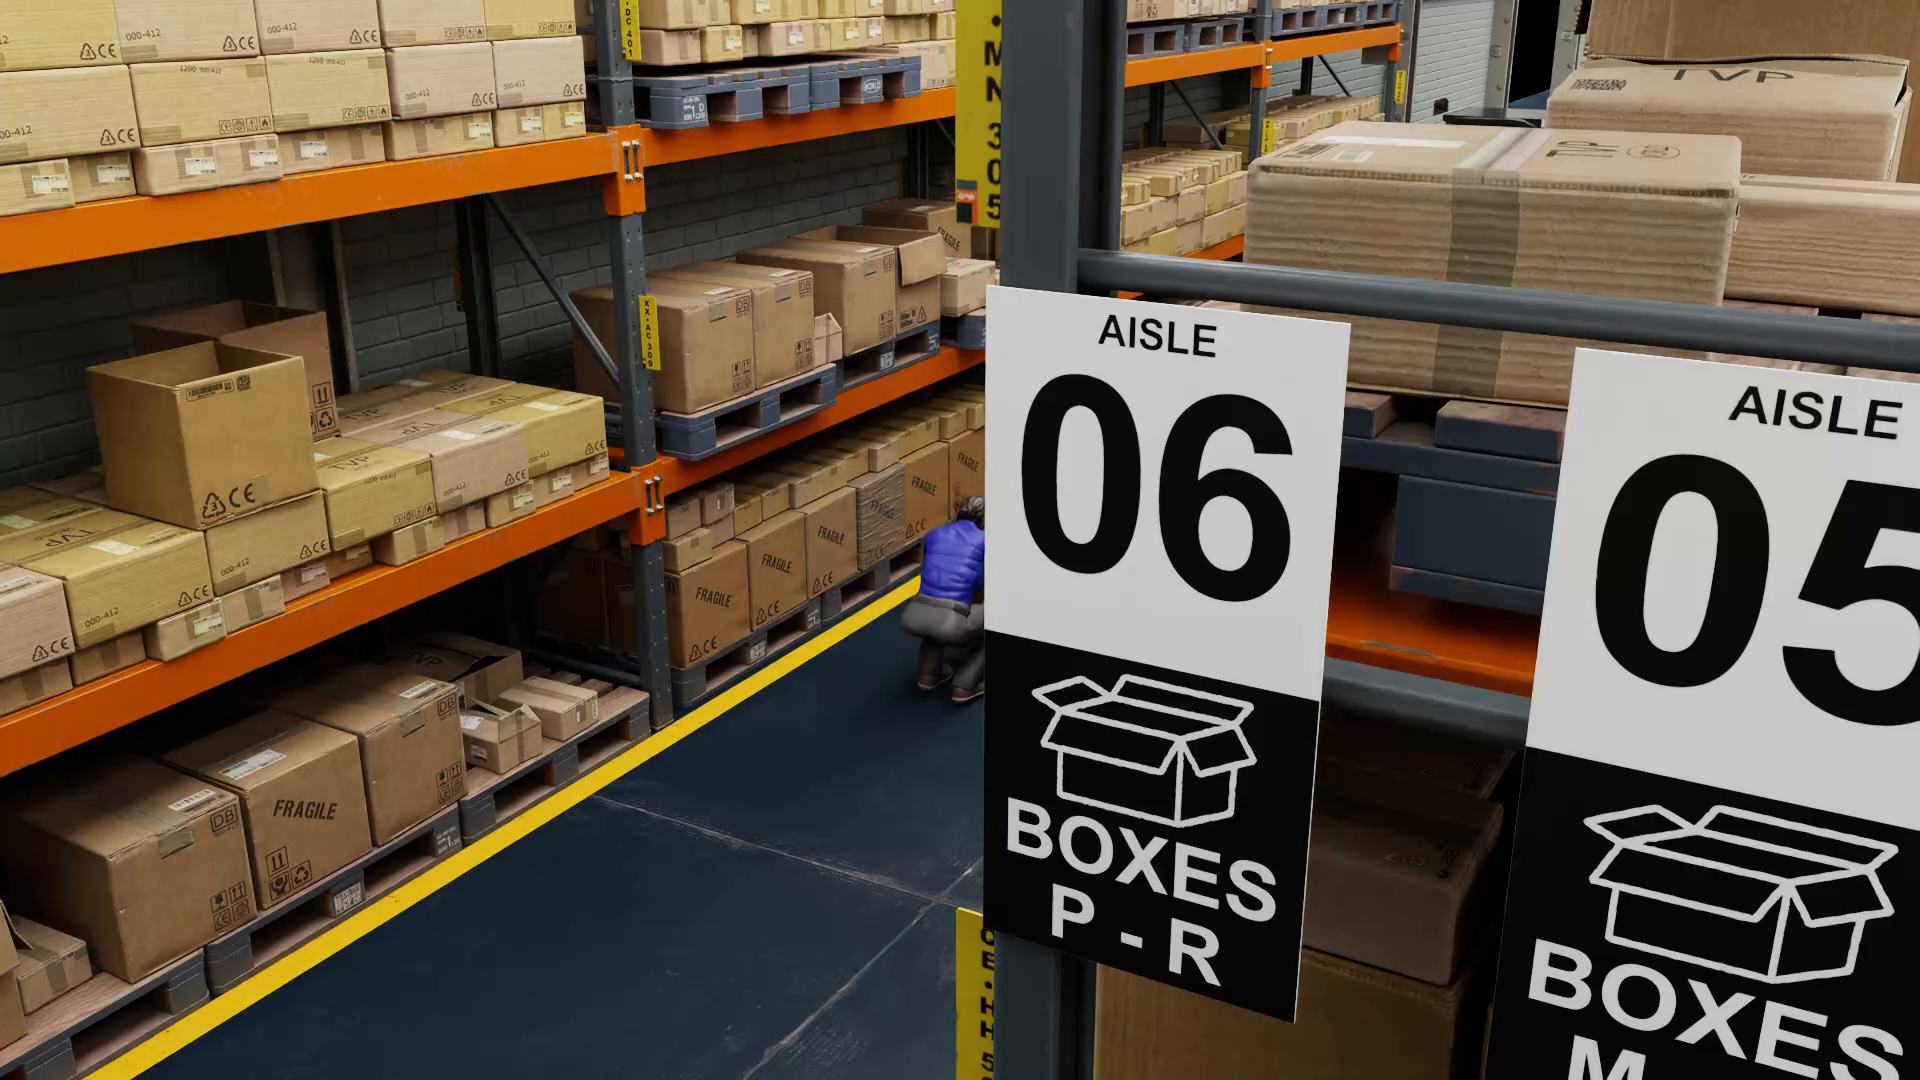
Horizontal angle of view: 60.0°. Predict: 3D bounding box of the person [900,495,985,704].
[{"bbox_3d":[0.000,0.288,8.382,0.492,0.921,0.831,11,22,27],"label":"person"}]
